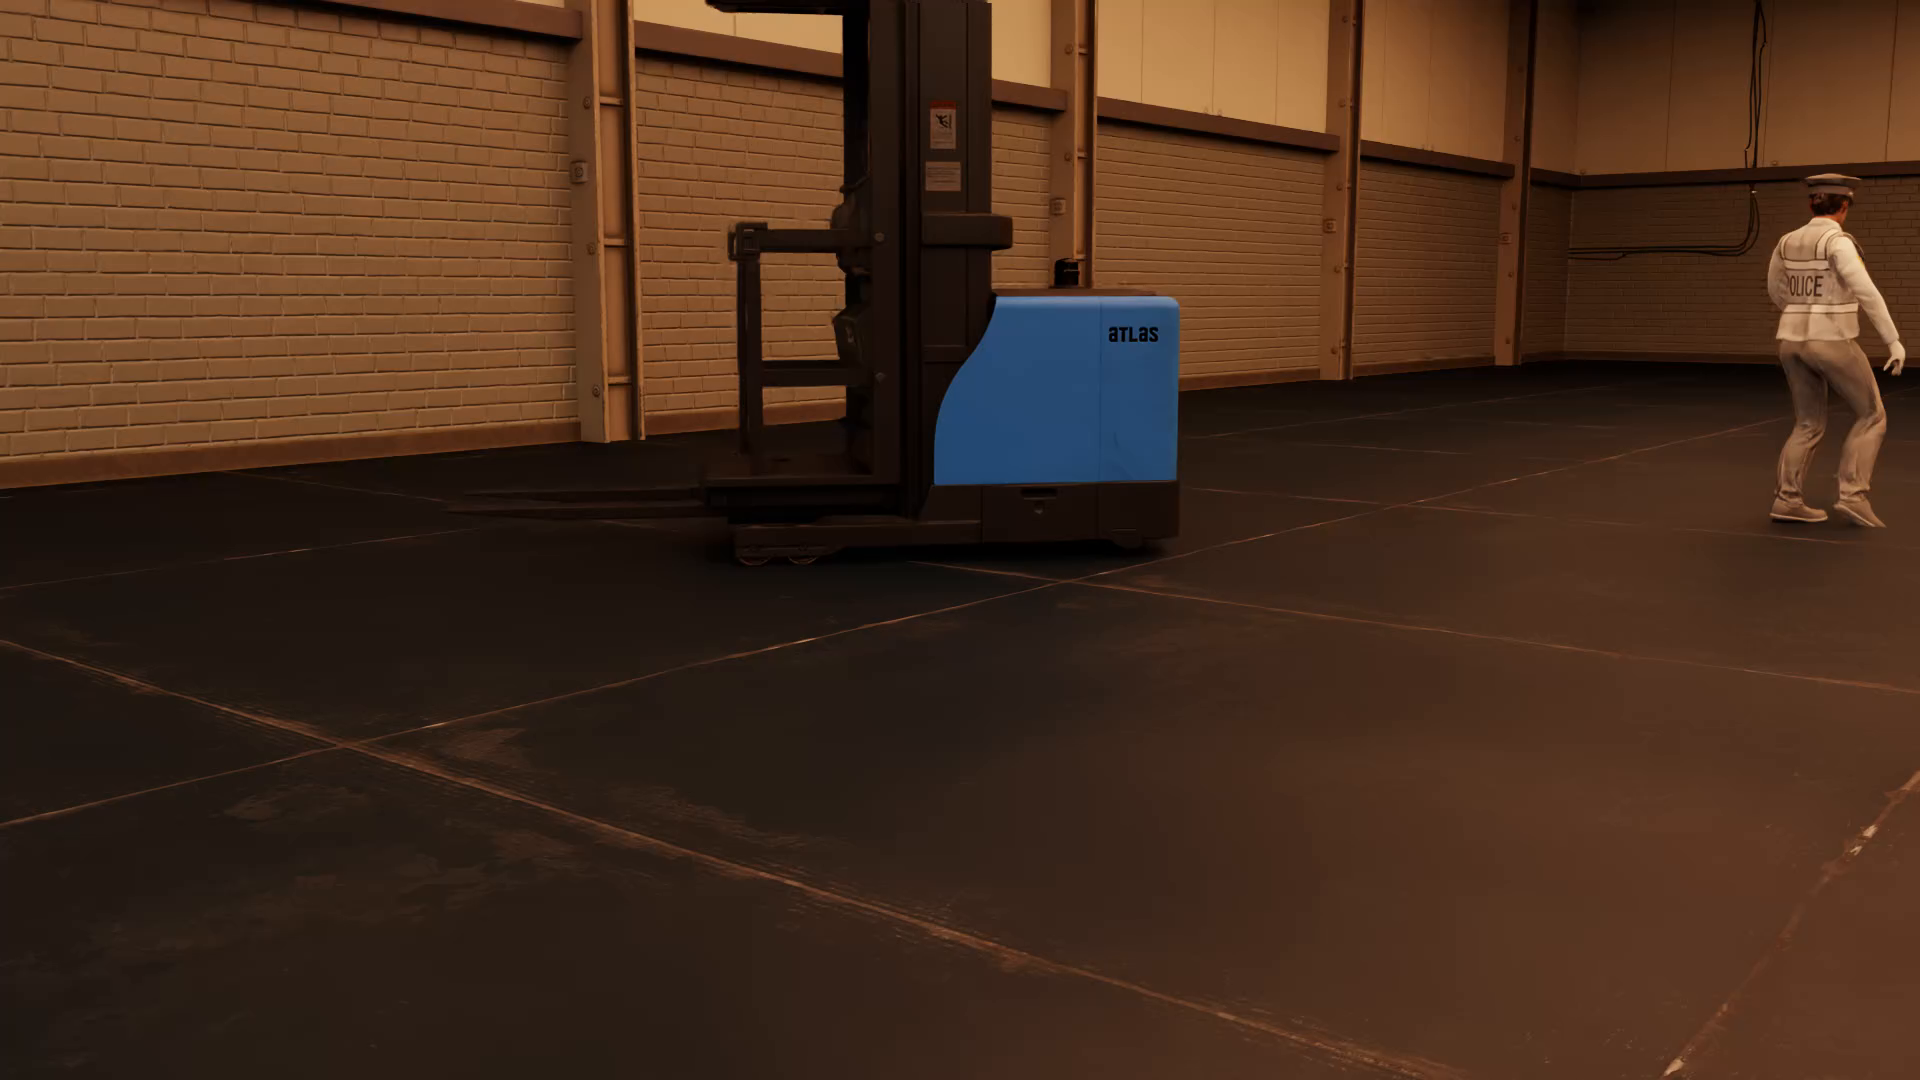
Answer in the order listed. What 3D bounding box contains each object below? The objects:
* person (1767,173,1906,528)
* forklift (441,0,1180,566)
[{"bbox_3d":[4.128,-0.874,7.884,0.461,1.694,0.859,-1,8,-10],"label":"person"},{"bbox_3d":[-0.637,-1.428,7.039,3.031,2.935,1.130,-1,8,-9],"label":"forklift"}]
